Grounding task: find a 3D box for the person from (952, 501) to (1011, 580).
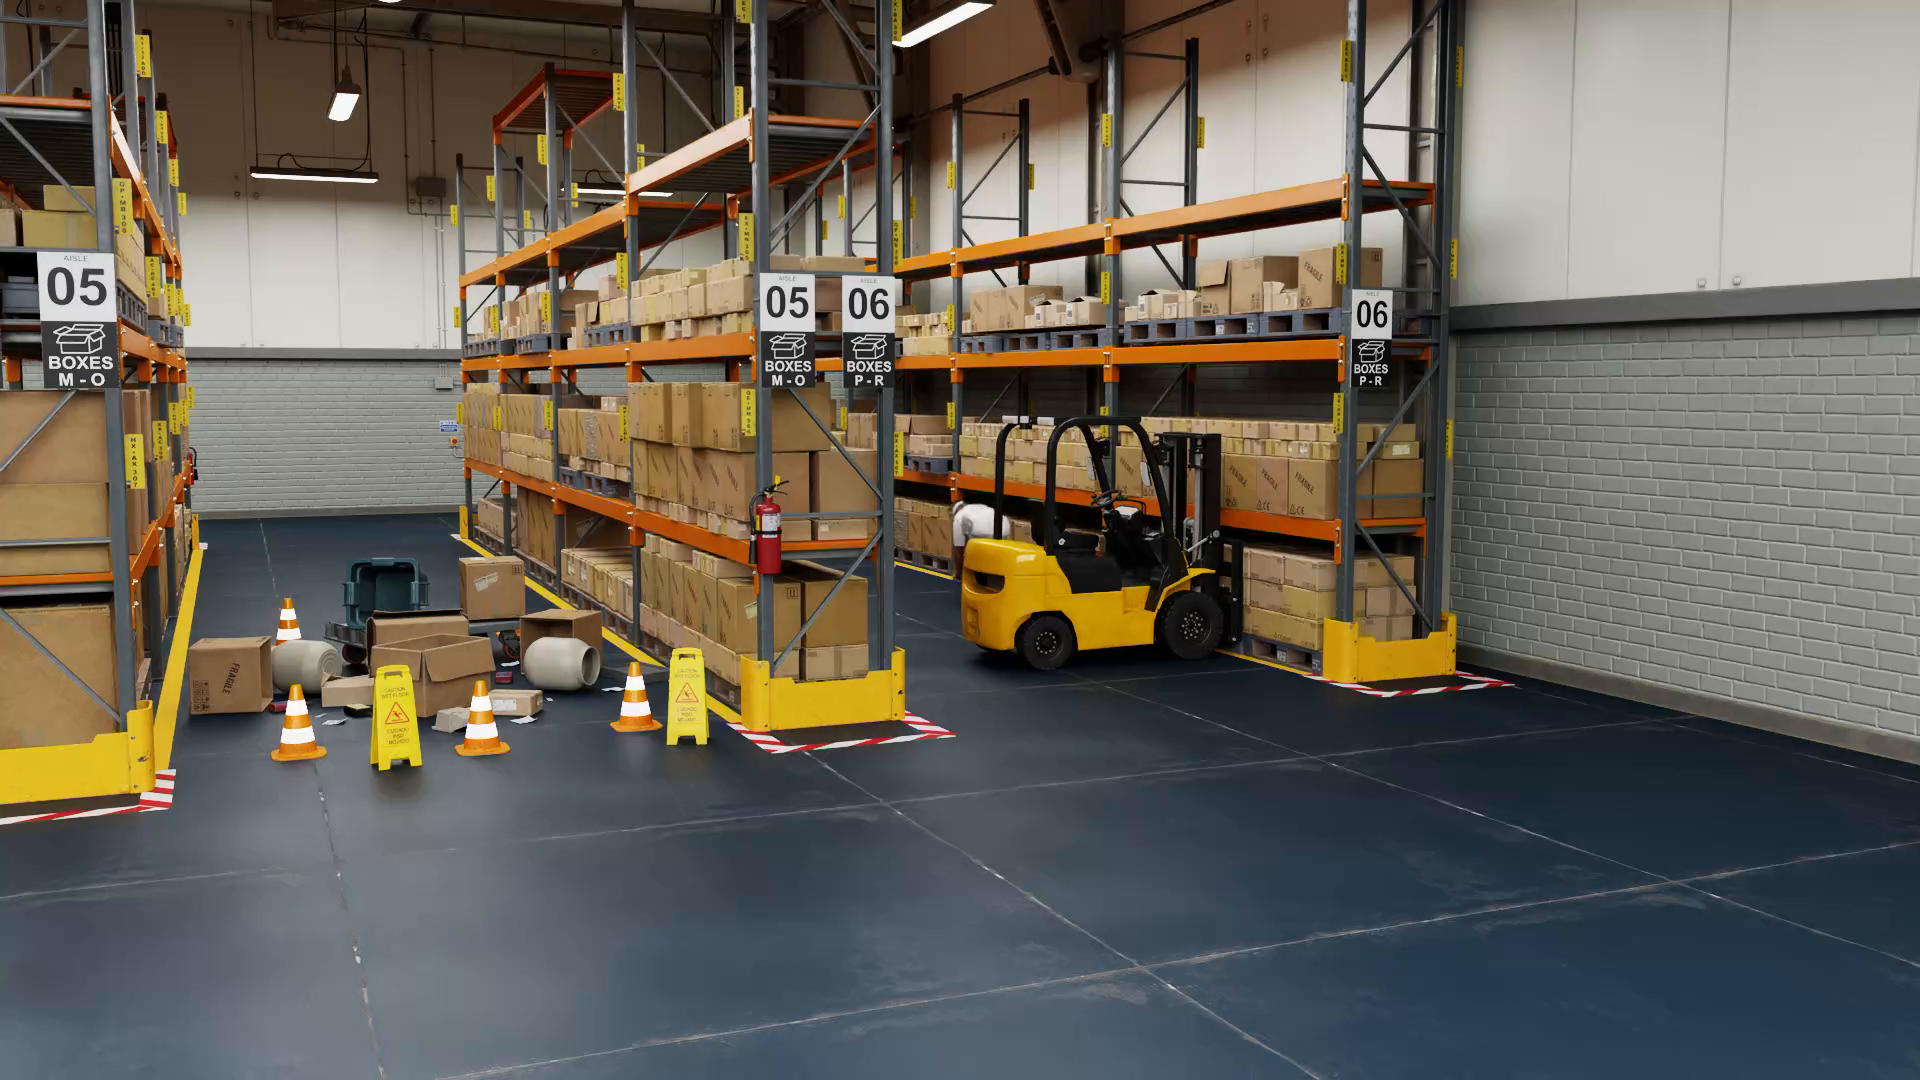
[{"bbox_3d":[0.178,0.173,18.083,0.478,1.148,0.974,-3,6,-26],"label":"person"}]
